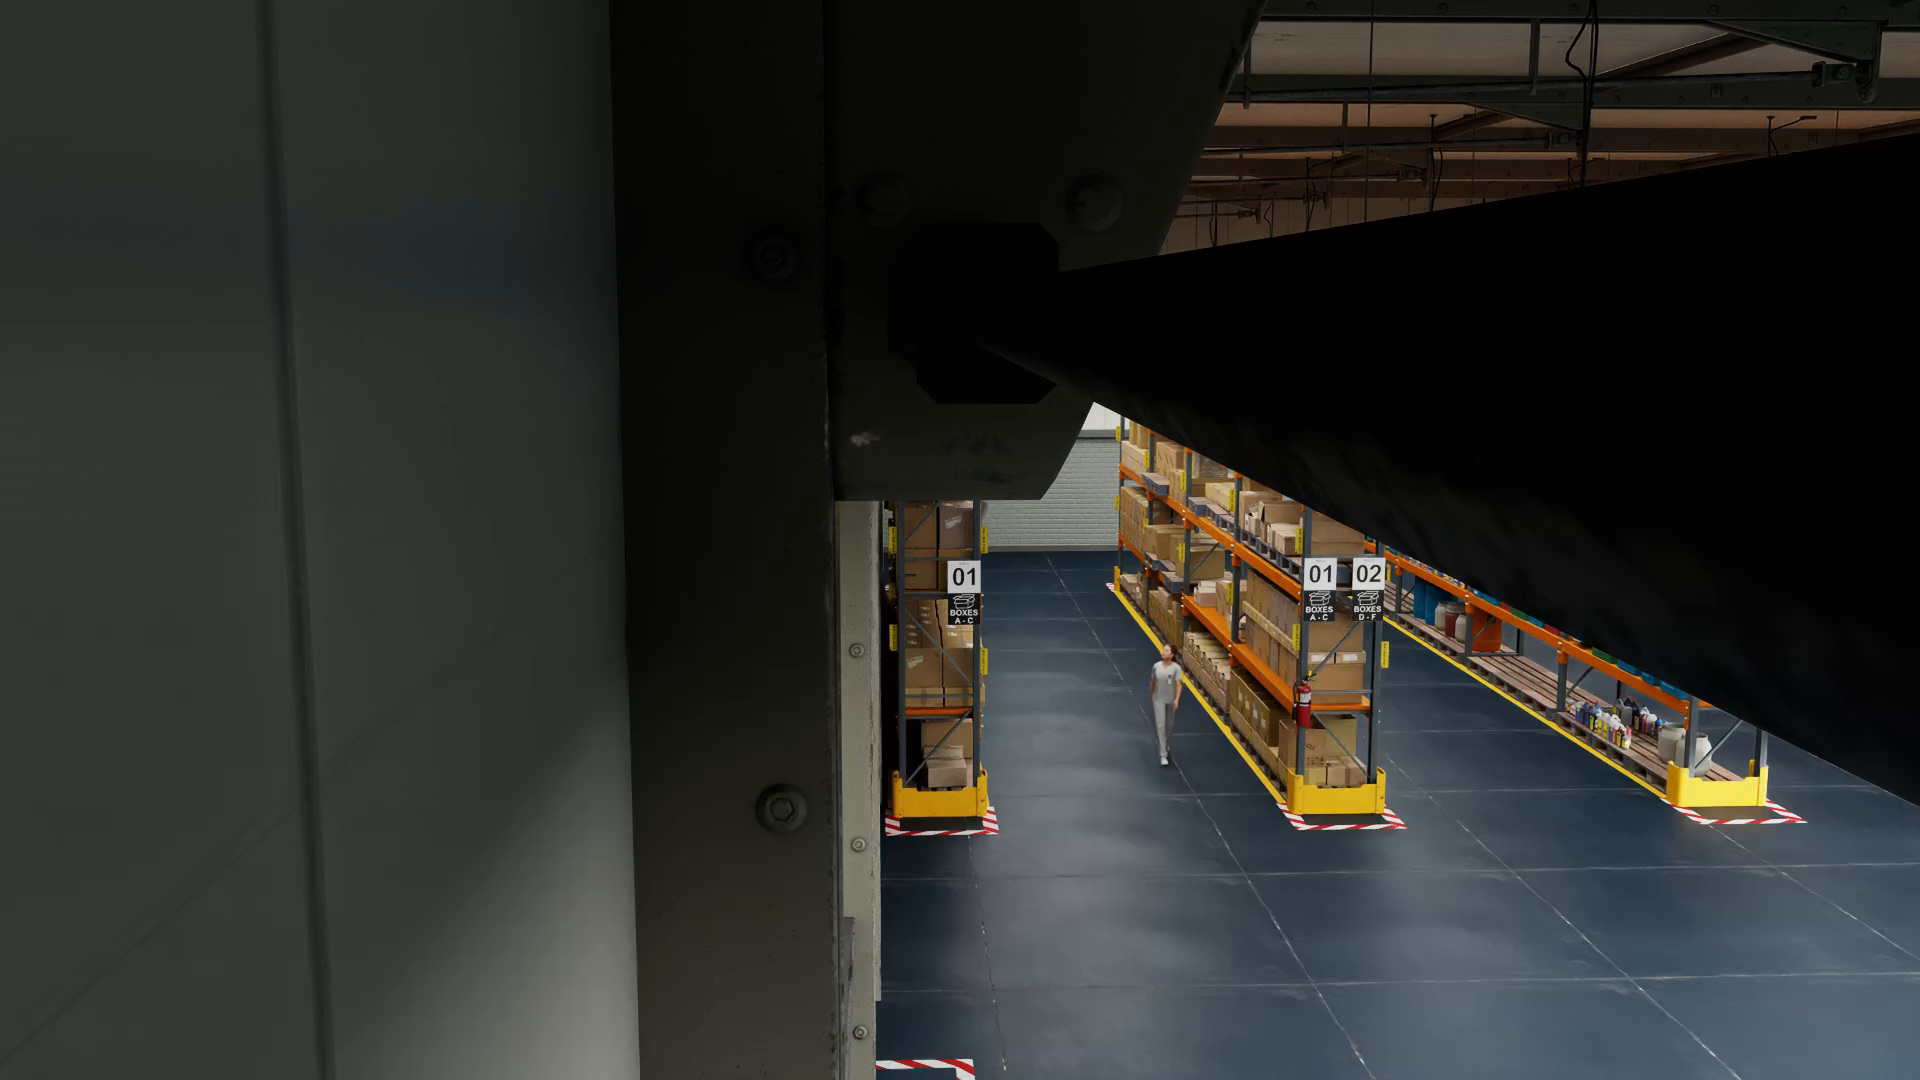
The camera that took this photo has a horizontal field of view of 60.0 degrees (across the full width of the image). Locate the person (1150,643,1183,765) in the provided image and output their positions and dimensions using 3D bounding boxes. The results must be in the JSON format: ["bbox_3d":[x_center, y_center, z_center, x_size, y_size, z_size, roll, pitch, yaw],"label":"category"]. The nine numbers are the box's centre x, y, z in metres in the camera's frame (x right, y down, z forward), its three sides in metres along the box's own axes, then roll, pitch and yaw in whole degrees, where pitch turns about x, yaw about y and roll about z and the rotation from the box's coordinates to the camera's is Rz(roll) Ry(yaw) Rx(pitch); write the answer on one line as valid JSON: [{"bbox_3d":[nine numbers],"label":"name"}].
[{"bbox_3d":[2.856,2.235,22.981,0.418,1.610,1.012,-1,8,-4],"label":"person"}]
